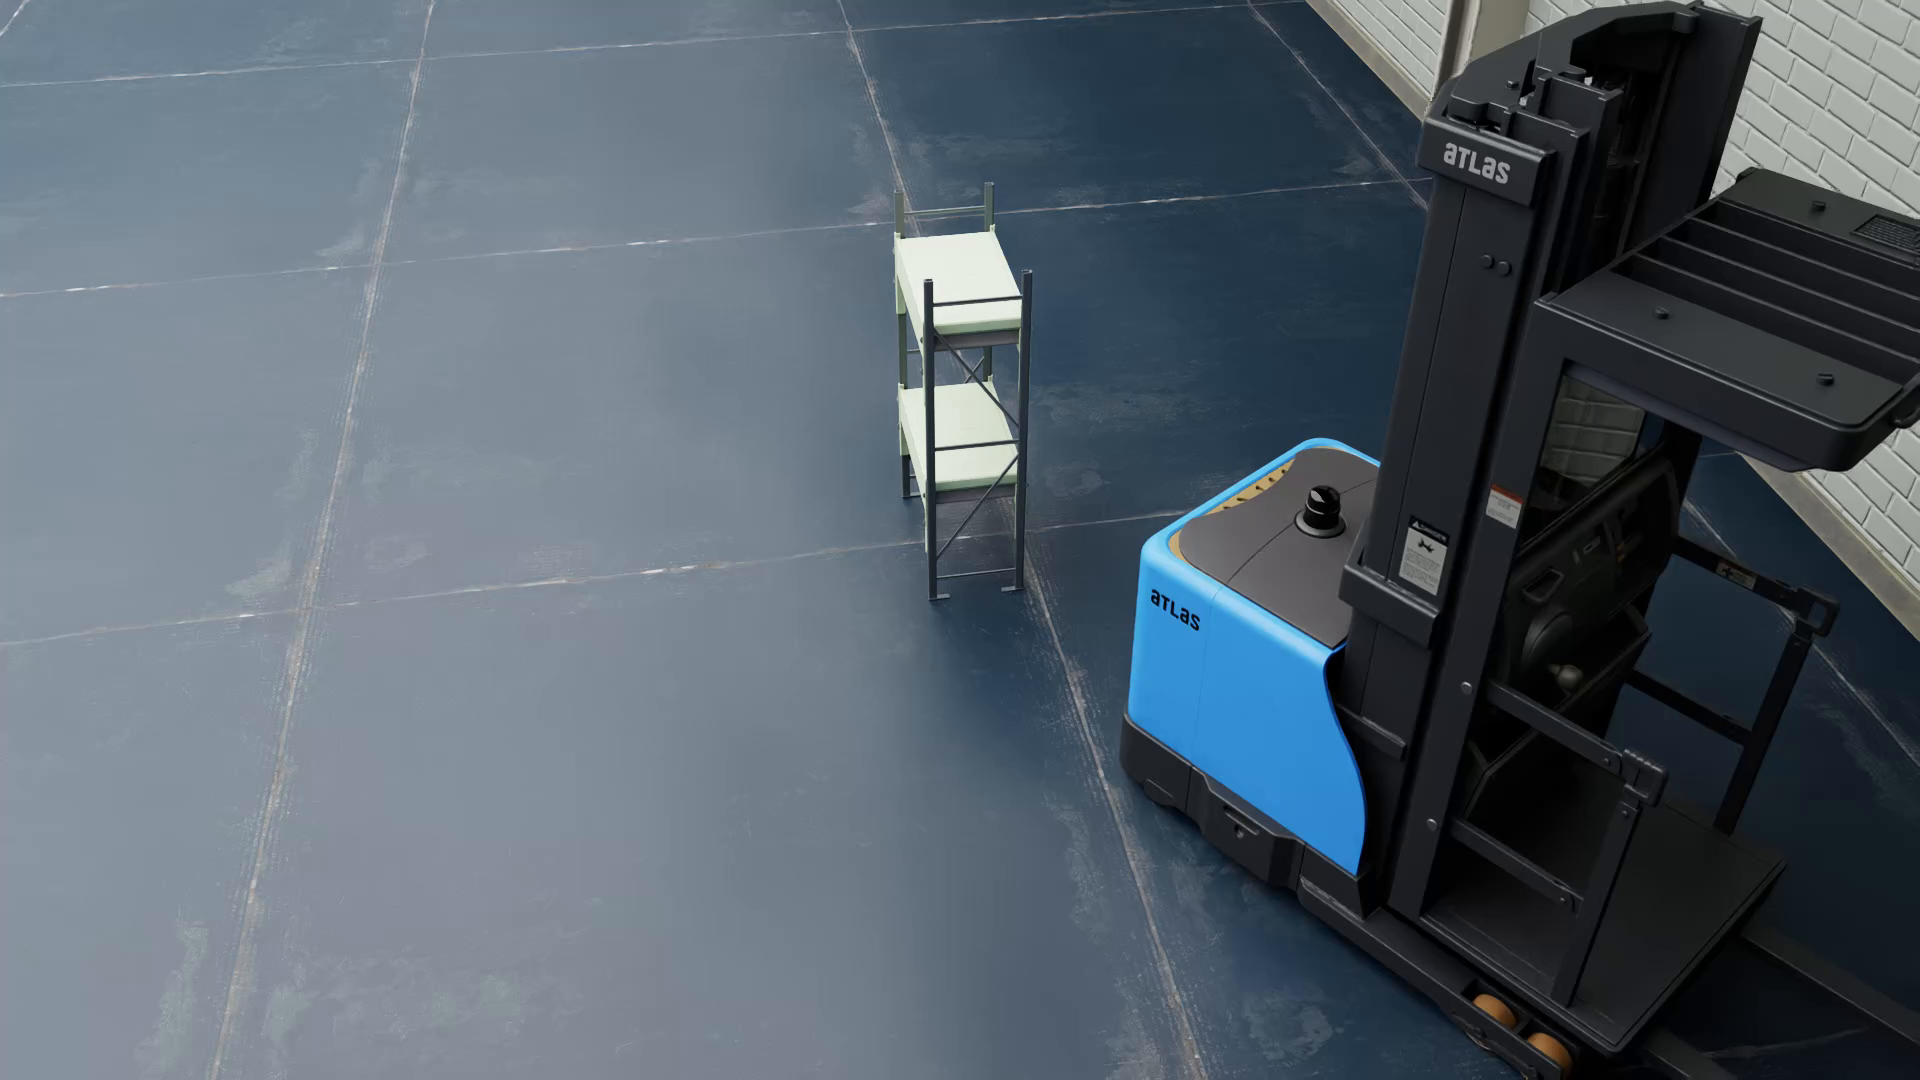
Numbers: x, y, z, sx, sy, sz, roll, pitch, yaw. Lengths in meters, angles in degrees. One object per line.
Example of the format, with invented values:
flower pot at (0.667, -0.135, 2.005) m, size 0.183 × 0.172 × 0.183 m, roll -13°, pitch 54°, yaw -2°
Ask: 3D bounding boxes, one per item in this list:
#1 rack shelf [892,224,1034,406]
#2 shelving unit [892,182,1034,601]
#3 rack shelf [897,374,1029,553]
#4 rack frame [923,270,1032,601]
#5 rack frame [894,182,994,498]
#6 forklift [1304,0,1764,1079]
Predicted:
rack shelf at (0.001, -0.896, 6.545) m, size 0.431 × 0.370 × 0.720 m, roll -6°, pitch 38°, yaw -8°
shelving unit at (0.001, -0.588, 6.785) m, size 0.431 × 1.500 × 0.755 m, roll -6°, pitch 38°, yaw -8°
rack shelf at (0.001, -0.331, 6.985) m, size 0.431 × 0.370 × 0.720 m, roll -6°, pitch 38°, yaw -8°
rack frame at (0.065, -0.367, 6.500) m, size 0.400 × 1.500 × 0.023 m, roll -6°, pitch 38°, yaw -8°
rack frame at (-0.063, -0.809, 7.069) m, size 0.400 × 1.500 × 0.023 m, roll -6°, pitch 38°, yaw -8°
forklift at (1.953, 0.162, 4.652) m, size 1.121 × 2.935 × 3.031 m, roll -30°, pitch 47°, yaw -33°
